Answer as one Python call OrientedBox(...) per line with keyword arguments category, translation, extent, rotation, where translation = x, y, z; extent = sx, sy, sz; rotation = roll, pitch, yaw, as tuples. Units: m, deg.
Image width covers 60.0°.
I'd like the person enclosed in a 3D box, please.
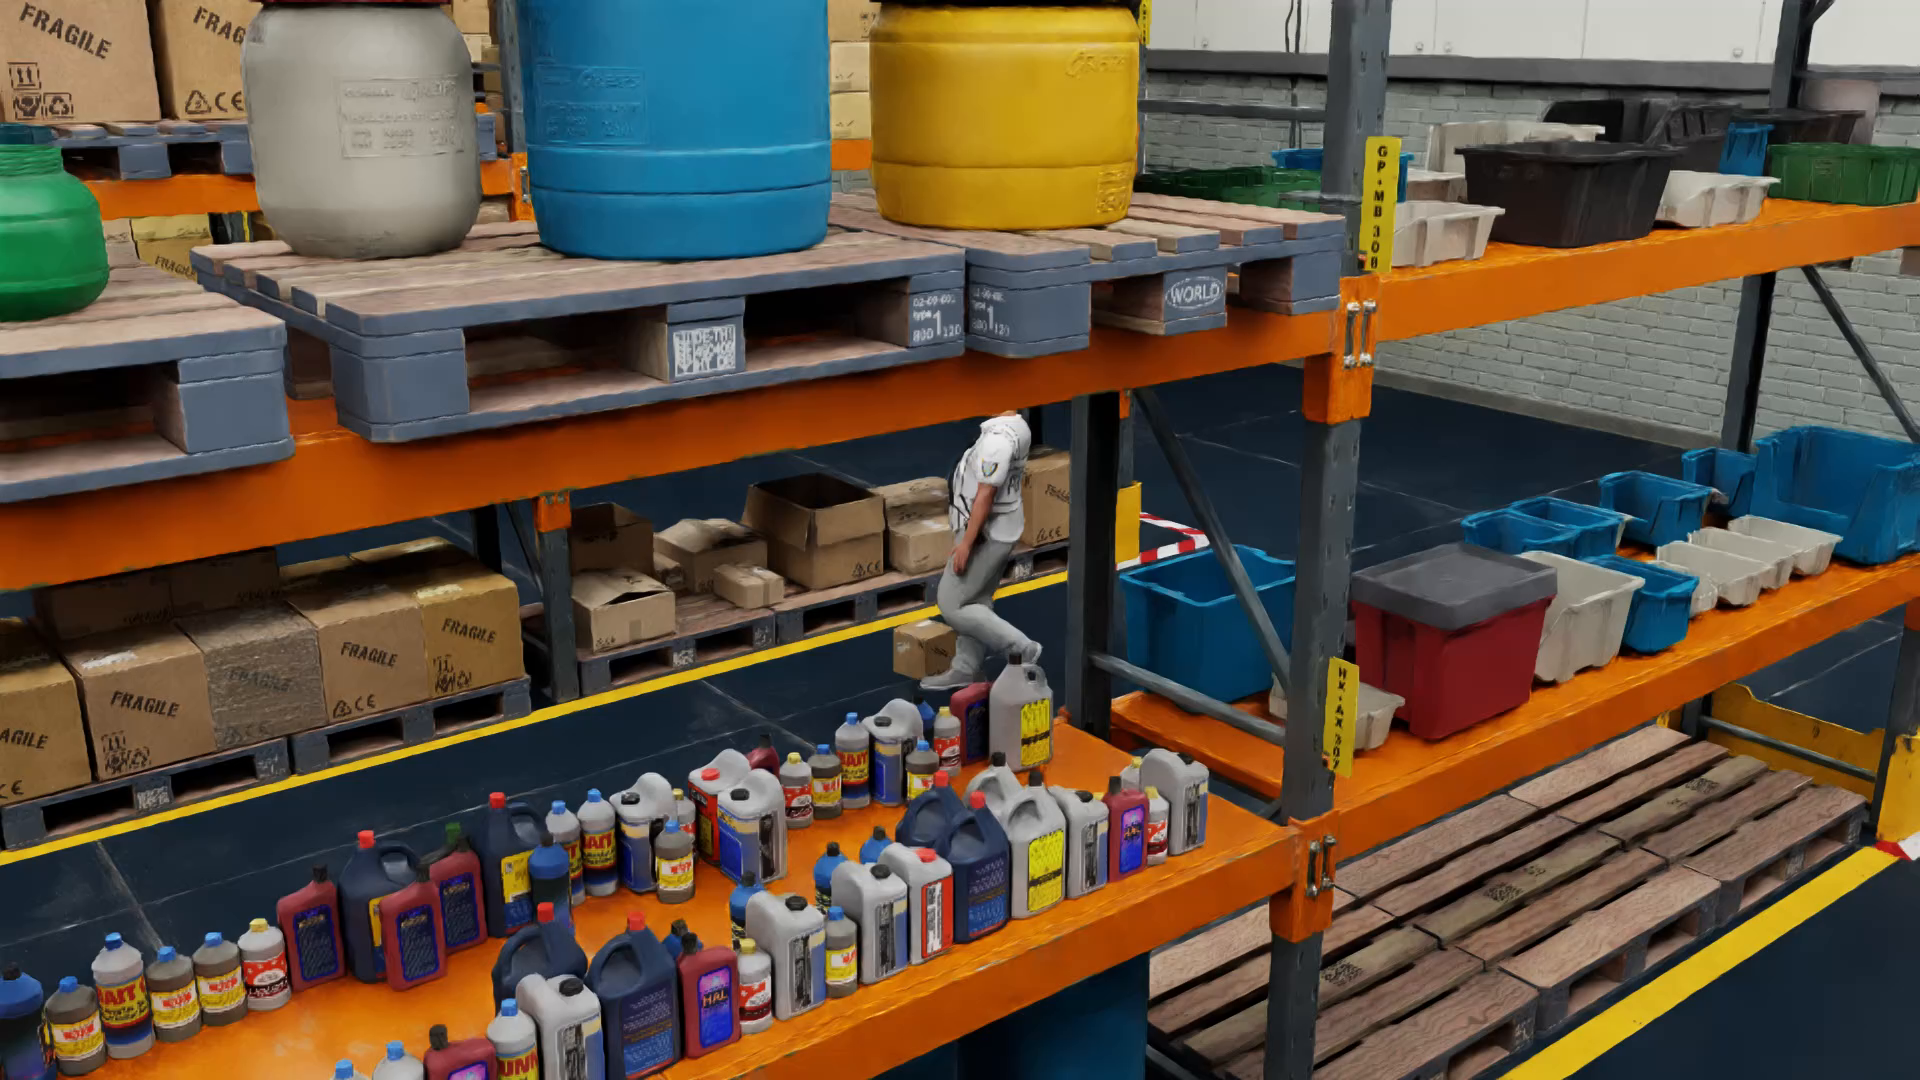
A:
OrientedBox(category="person", translation=(0.122, -0.021, 8.630), extent=(0.683, 1.753, 0.585), rotation=(4, 18, 12))
